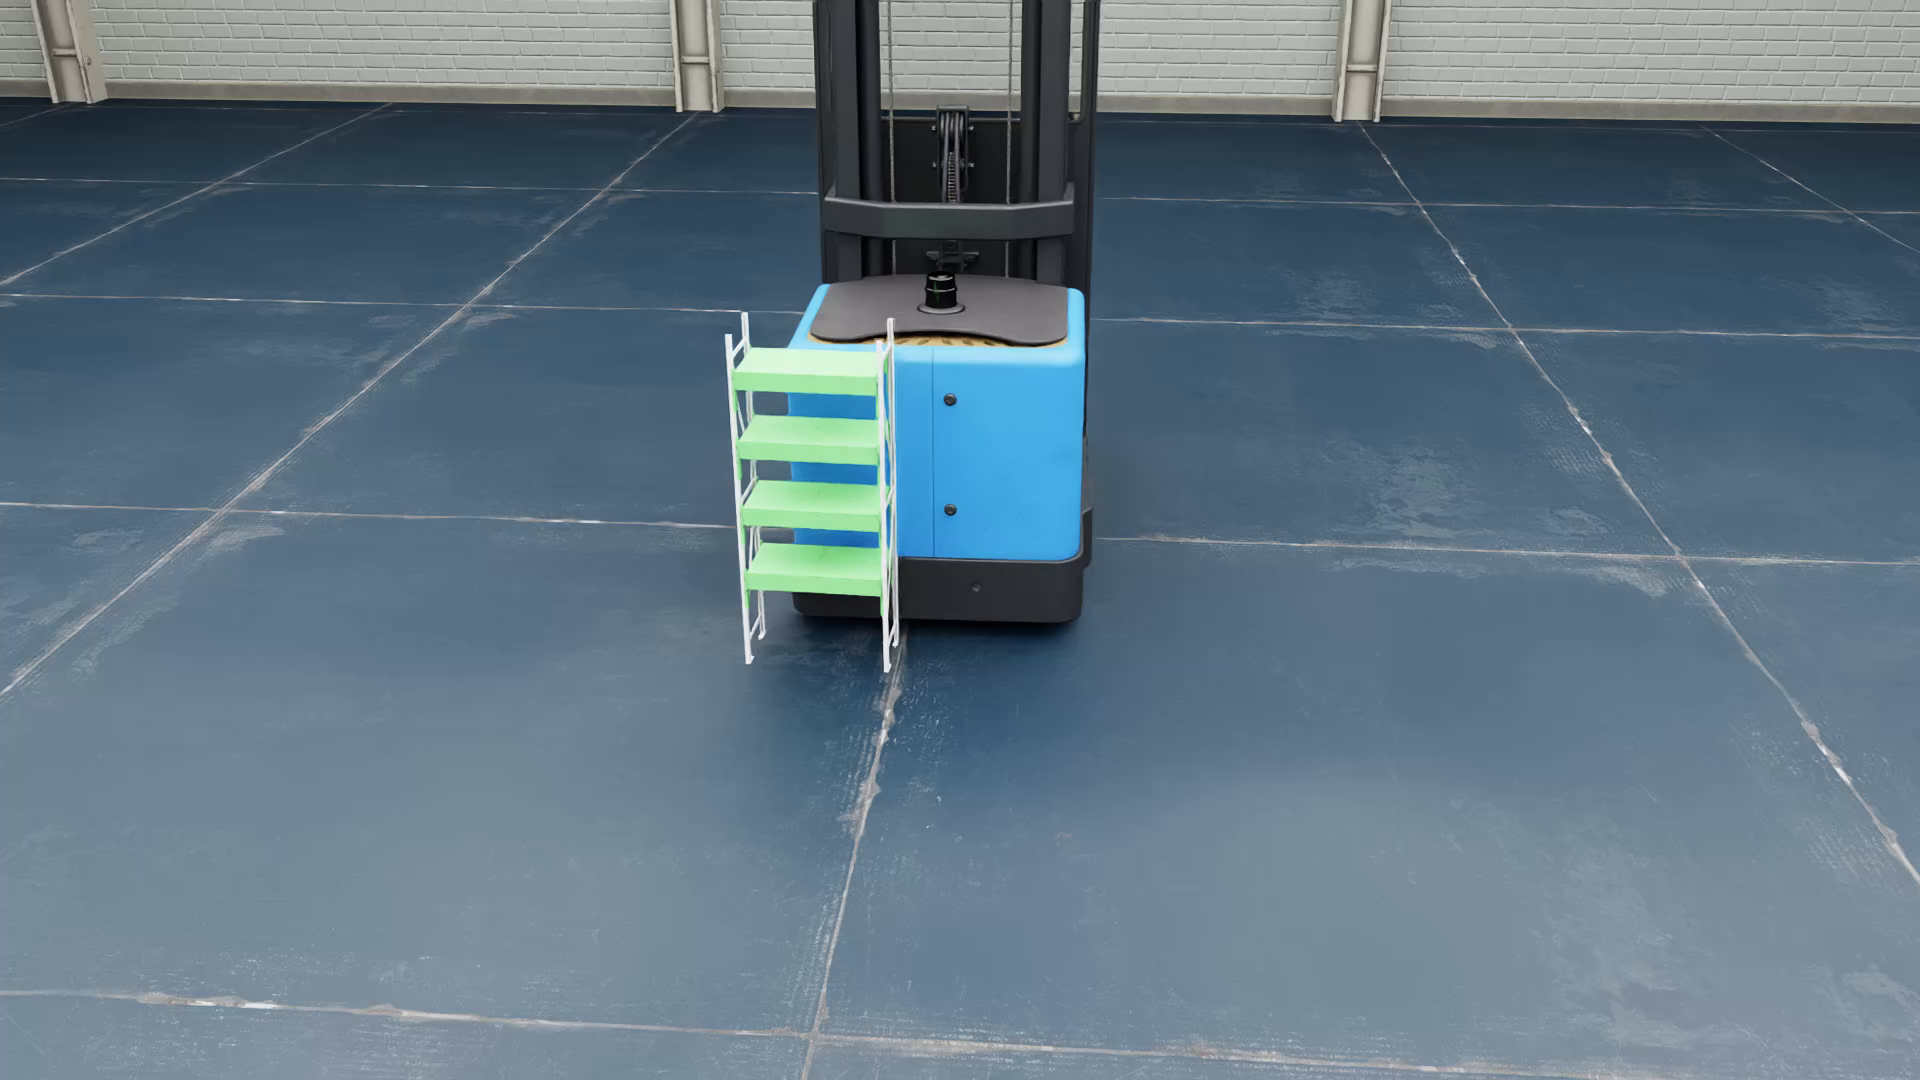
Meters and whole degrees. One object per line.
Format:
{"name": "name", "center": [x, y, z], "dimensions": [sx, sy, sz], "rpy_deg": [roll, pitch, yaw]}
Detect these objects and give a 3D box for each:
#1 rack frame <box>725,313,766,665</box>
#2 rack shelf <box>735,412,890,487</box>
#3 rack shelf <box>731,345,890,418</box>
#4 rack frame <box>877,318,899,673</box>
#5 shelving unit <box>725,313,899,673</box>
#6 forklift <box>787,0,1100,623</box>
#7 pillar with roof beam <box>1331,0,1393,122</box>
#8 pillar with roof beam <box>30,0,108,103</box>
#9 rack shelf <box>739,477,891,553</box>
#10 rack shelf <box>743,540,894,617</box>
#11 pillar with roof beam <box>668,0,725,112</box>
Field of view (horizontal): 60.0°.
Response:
{"name": "rack frame", "center": [-0.726, -0.158, 5.656], "dimensions": [0.015, 1.200, 0.240], "rpy_deg": [3, 25, 6]}
{"name": "rack shelf", "center": [-0.484, -0.305, 5.555], "dimensions": [0.480, 0.148, 0.258], "rpy_deg": [3, 25, 6]}
{"name": "rack shelf", "center": [-0.484, -0.523, 5.454], "dimensions": [0.480, 0.148, 0.258], "rpy_deg": [3, 25, 6]}
{"name": "rack frame", "center": [-0.241, -0.134, 5.603], "dimensions": [0.015, 1.200, 0.240], "rpy_deg": [3, 25, 6]}
{"name": "shelving unit", "center": [-0.484, -0.146, 5.630], "dimensions": [0.503, 1.200, 0.258], "rpy_deg": [3, 25, 6]}
{"name": "forklift", "center": [0.002, -1.612, 6.747], "dimensions": [1.130, 2.935, 3.031], "rpy_deg": [1, 25, 3]}
{"name": "pillar with roof beam", "center": [3.244, -6.109, 9.261], "dimensions": [0.400, 9.000, 9.100], "rpy_deg": [2, 25, 4]}
{"name": "pillar with roof beam", "center": [-8.721, -6.493, 10.096], "dimensions": [0.400, 9.000, 9.100], "rpy_deg": [2, 25, 4]}
{"name": "rack shelf", "center": [-0.484, -0.088, 5.657], "dimensions": [0.480, 0.148, 0.258], "rpy_deg": [3, 25, 6]}
{"name": "rack shelf", "center": [-0.483, 0.129, 5.758], "dimensions": [0.480, 0.148, 0.258], "rpy_deg": [3, 25, 6]}
{"name": "pillar with roof beam", "center": [-2.738, -6.301, 9.679], "dimensions": [0.400, 9.000, 9.100], "rpy_deg": [2, 25, 4]}
